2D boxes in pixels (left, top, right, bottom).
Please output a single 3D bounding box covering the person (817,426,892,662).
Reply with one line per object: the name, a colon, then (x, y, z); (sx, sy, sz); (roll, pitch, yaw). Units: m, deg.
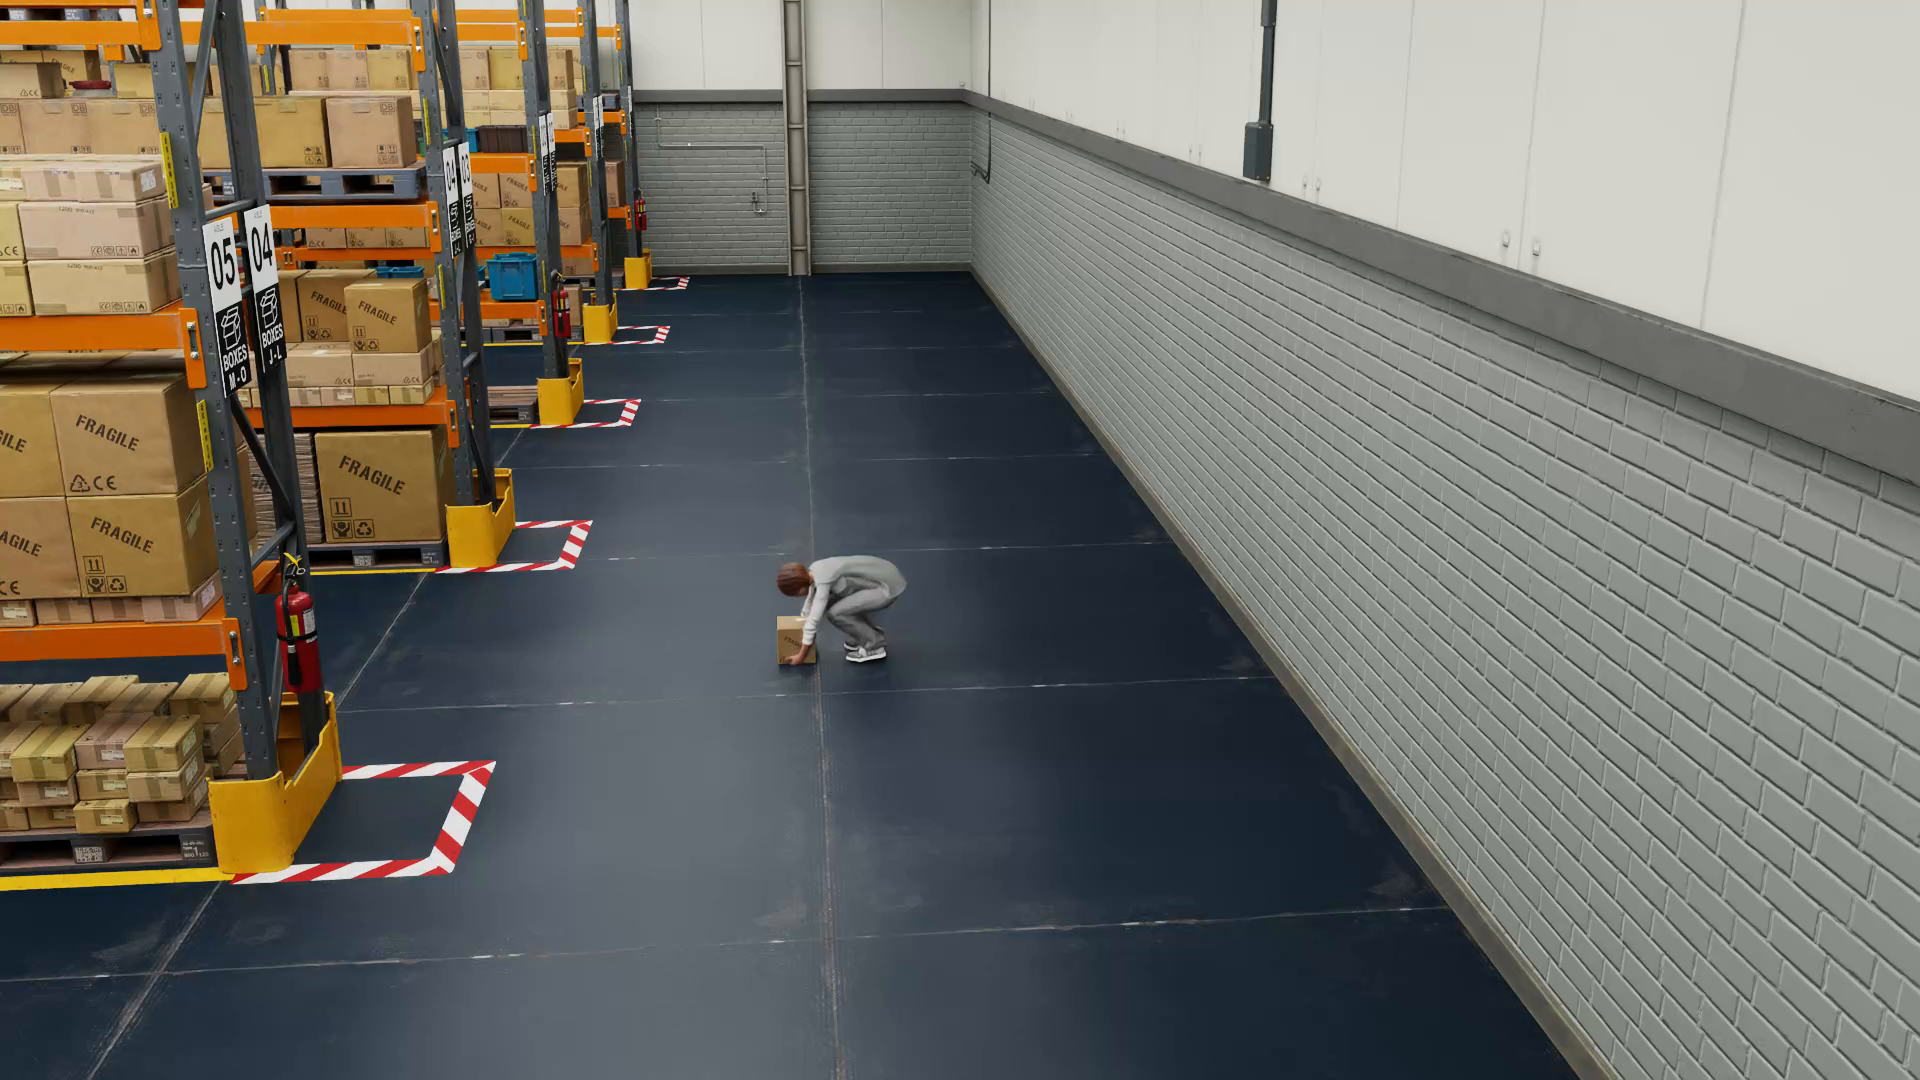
person: (-0.695, 0.017, 11.015); (0.497, 1.588, 0.406); (-2, 17, -5)
